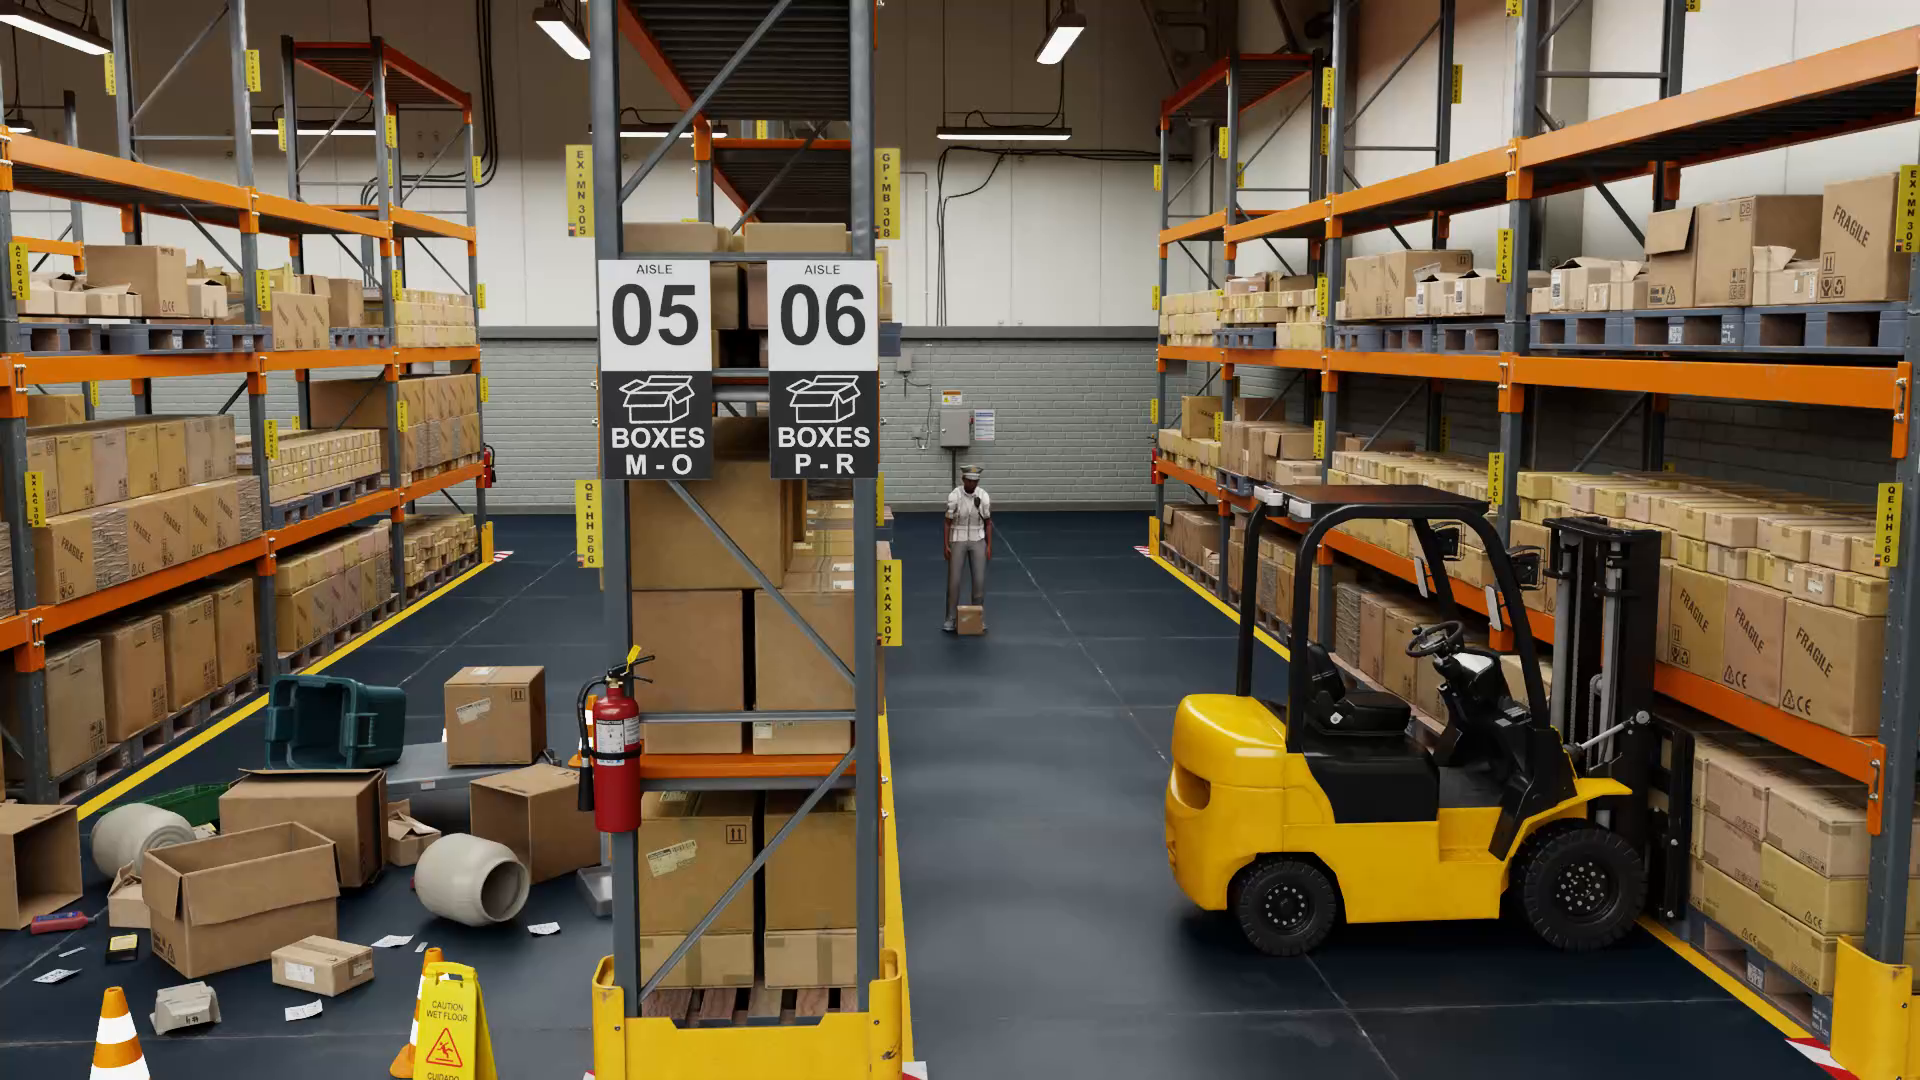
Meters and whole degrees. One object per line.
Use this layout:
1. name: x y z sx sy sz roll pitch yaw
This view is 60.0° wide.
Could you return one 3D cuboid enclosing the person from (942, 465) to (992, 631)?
1. person: 0.069 0.071 16.688 0.518 1.656 0.396 -1 7 -7
